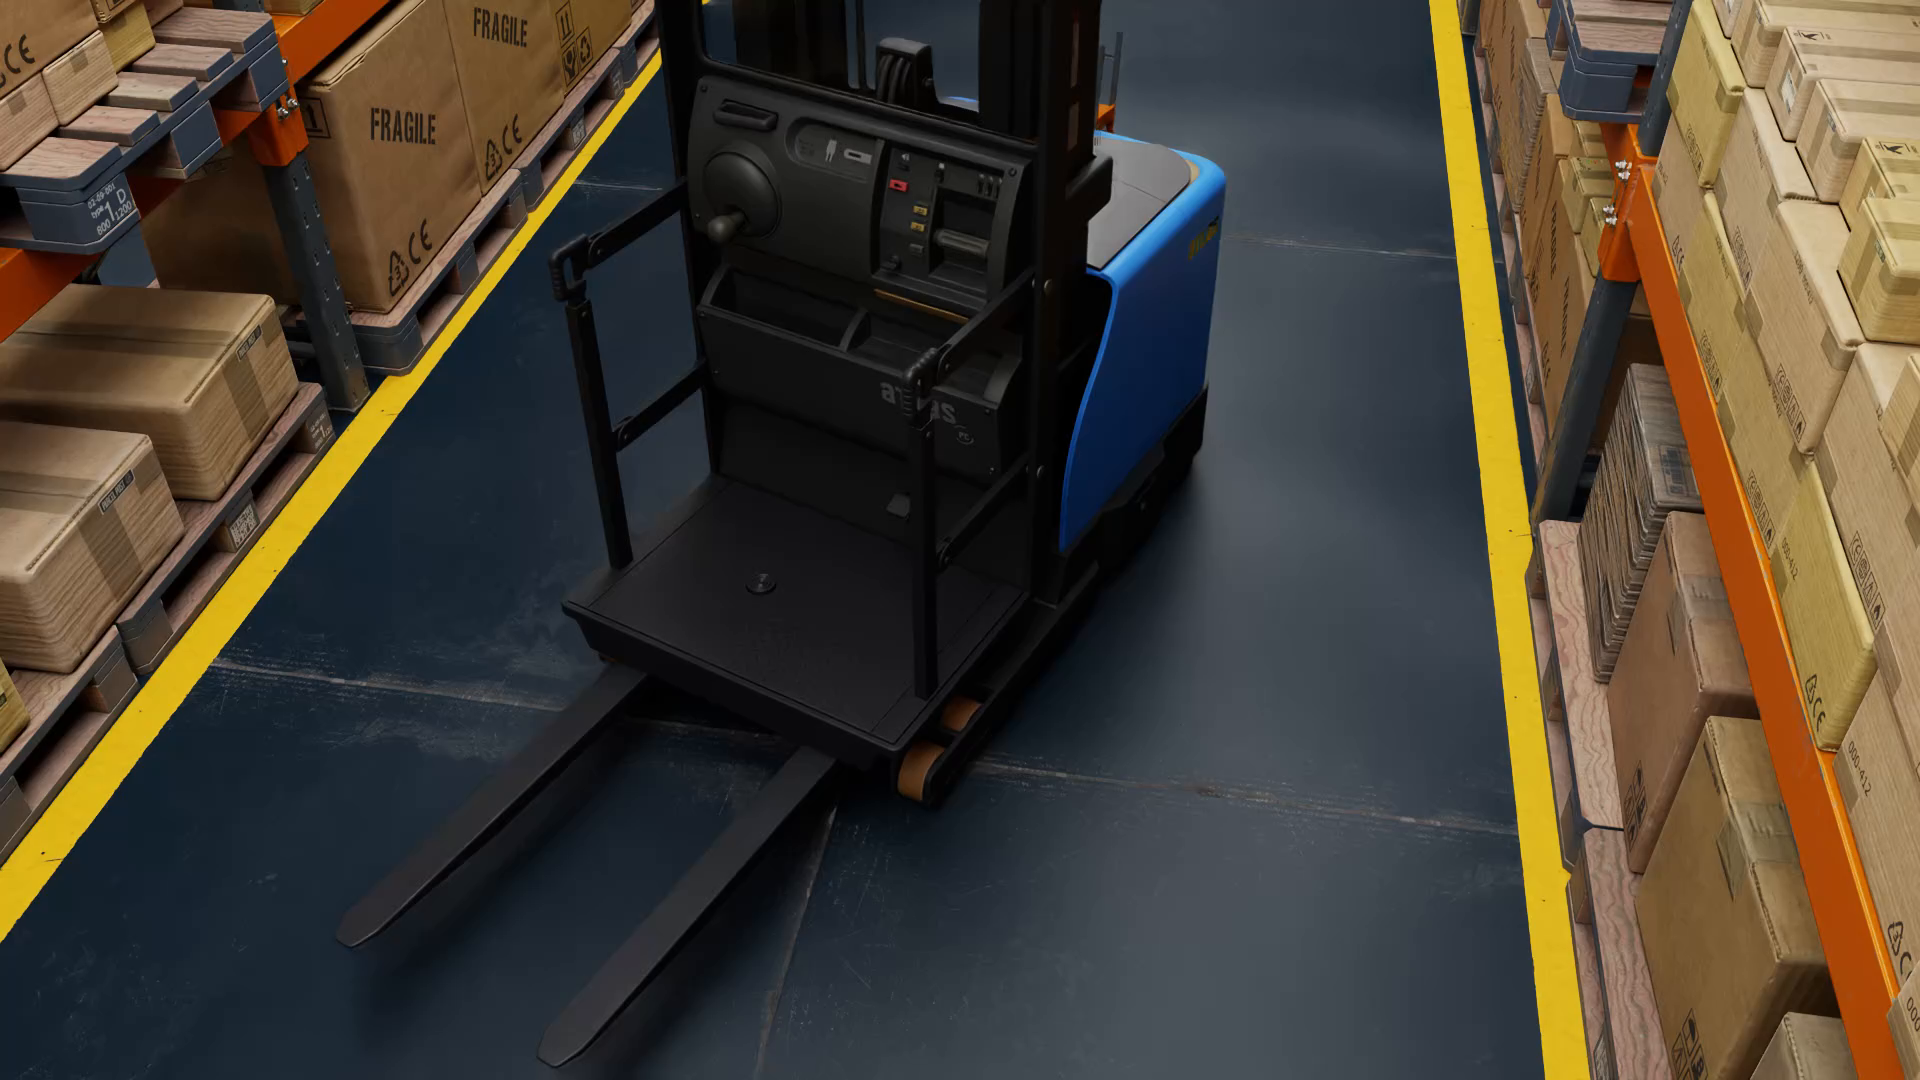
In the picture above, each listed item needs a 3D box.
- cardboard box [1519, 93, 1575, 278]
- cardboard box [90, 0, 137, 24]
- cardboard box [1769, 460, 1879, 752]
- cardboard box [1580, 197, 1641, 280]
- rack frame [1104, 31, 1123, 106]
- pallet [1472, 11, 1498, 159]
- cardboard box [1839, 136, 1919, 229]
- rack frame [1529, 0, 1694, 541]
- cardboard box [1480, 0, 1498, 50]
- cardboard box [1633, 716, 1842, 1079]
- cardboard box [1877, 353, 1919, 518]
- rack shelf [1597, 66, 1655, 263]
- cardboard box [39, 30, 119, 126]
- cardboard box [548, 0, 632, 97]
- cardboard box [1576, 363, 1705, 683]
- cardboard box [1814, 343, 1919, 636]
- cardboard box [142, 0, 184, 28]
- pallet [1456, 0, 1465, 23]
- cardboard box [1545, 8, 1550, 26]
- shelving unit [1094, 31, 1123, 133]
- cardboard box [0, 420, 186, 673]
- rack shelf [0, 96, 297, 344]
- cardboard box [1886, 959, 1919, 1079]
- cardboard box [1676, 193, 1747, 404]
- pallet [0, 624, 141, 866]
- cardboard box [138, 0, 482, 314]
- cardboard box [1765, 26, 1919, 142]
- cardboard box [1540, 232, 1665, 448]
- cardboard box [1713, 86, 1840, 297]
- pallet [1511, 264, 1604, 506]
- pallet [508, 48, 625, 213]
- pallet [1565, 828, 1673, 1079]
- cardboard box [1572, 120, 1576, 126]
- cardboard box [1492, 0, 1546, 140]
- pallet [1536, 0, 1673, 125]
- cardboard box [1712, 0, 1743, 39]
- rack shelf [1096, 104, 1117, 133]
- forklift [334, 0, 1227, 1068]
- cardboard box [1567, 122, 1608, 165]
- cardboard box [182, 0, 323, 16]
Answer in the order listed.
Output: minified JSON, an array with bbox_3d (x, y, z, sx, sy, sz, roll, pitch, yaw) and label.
[{"bbox_3d":[2.356,-1.268,6.062,0.500,0.500,0.500,8,40,10],"label":"cardboard box"},{"bbox_3d":[-2.384,-1.683,4.290,0.500,0.500,0.500,5,40,6],"label":"cardboard box"},{"bbox_3d":[1.727,0.135,2.850,0.500,0.250,0.500,8,40,9],"label":"cardboard box"},{"bbox_3d":[2.146,-0.925,5.138,0.380,0.149,0.250,5,40,5],"label":"cardboard box"},{"bbox_3d":[0.378,-1.155,5.717,0.240,1.200,0.006,15,32,18],"label":"rack frame"},{"bbox_3d":[2.899,-2.060,7.576,1.003,0.211,1.213,6,40,8],"label":"pallet"},{"bbox_3d":[1.854,-0.602,3.036,0.380,0.149,0.250,7,40,8],"label":"cardboard box"},{"bbox_3d":[2.310,-1.139,4.273,1.000,3.000,0.127,6,40,8],"label":"rack frame"},{"bbox_3d":[2.697,-2.569,7.635,0.500,0.500,0.500,8,40,10],"label":"cardboard box"},{"bbox_3d":[1.967,0.838,3.416,0.875,0.625,0.625,5,40,6],"label":"cardboard box"},{"bbox_3d":[1.620,-0.136,2.473,0.380,0.149,0.250,5,40,6],"label":"cardboard box"},{"bbox_3d":[2.656,-2.117,6.021,1.077,0.370,4.000,6,40,8],"label":"rack shelf"},{"bbox_3d":[-2.379,-1.178,4.188,0.380,0.149,0.250,6,40,7],"label":"cardboard box"},{"bbox_3d":[-2.064,-2.571,7.344,0.875,0.875,0.875,7,40,9],"label":"cardboard box"},{"bbox_3d":[2.189,0.005,4.425,0.875,0.625,0.625,8,40,9],"label":"cardboard box"},{"bbox_3d":[1.733,-0.058,2.692,0.500,0.250,0.500,7,40,8],"label":"cardboard box"},{"bbox_3d":[-2.404,-1.517,4.598,0.380,0.149,0.250,8,40,9],"label":"cardboard box"},{"bbox_3d":[3.122,-3.005,8.719,1.003,0.211,1.213,6,40,8],"label":"pallet"},{"bbox_3d":[2.514,-2.075,6.529,0.380,0.149,0.250,8,40,9],"label":"cardboard box"},{"bbox_3d":[0.342,-1.114,5.644,0.258,1.200,0.189,15,32,18],"label":"shelving unit"},{"bbox_3d":[-2.807,-0.015,4.647,0.950,0.372,0.625,6,40,7],"label":"cardboard box"},{"bbox_3d":[-2.926,-0.151,3.644,1.077,0.370,4.000,6,40,8],"label":"rack shelf"},{"bbox_3d":[1.529,0.768,2.085,0.500,0.250,0.500,6,40,7],"label":"cardboard box"},{"bbox_3d":[1.901,-0.514,3.636,0.500,0.250,0.500,6,40,7],"label":"cardboard box"},{"bbox_3d":[-2.930,0.645,4.305,1.003,0.211,1.213,6,40,8],"label":"pallet"},{"bbox_3d":[-2.378,-1.451,5.989,0.875,0.875,0.875,6,40,7],"label":"cardboard box"},{"bbox_3d":[1.901,-0.928,3.431,0.380,0.149,0.250,7,40,9],"label":"cardboard box"},{"bbox_3d":[2.171,-0.626,5.286,0.500,0.500,0.500,7,40,9],"label":"cardboard box"},{"bbox_3d":[1.905,-0.708,3.478,0.500,0.250,0.500,8,40,9],"label":"cardboard box"},{"bbox_3d":[2.476,-0.528,5.724,1.003,0.211,1.213,6,40,8],"label":"pallet"},{"bbox_3d":[-2.155,-1.859,7.333,1.003,0.211,1.213,6,40,8],"label":"pallet"},{"bbox_3d":[1.916,1.212,3.619,1.003,0.211,1.213,6,40,8],"label":"pallet"},{"bbox_3d":[2.385,-1.577,5.927,0.380,0.149,0.250,6,40,7],"label":"cardboard box"},{"bbox_3d":[2.524,-1.921,6.851,0.500,0.500,0.500,5,40,6],"label":"cardboard box"},{"bbox_3d":[2.358,-1.498,4.858,1.213,0.211,1.003,6,40,8],"label":"pallet"},{"bbox_3d":[1.965,-1.260,3.832,0.380,0.149,0.250,8,40,9],"label":"cardboard box"},{"bbox_3d":[0.363,-1.385,5.483,0.258,0.103,0.180,15,32,18],"label":"rack shelf"},{"bbox_3d":[-0.377,-0.771,3.883,1.130,2.935,3.031,21,44,23],"label":"forklift"},{"bbox_3d":[2.252,-1.260,5.543,0.380,0.149,0.250,5,40,6],"label":"cardboard box"},{"bbox_3d":[-2.247,-1.905,5.318,0.500,0.250,0.500,6,40,7],"label":"cardboard box"}]
